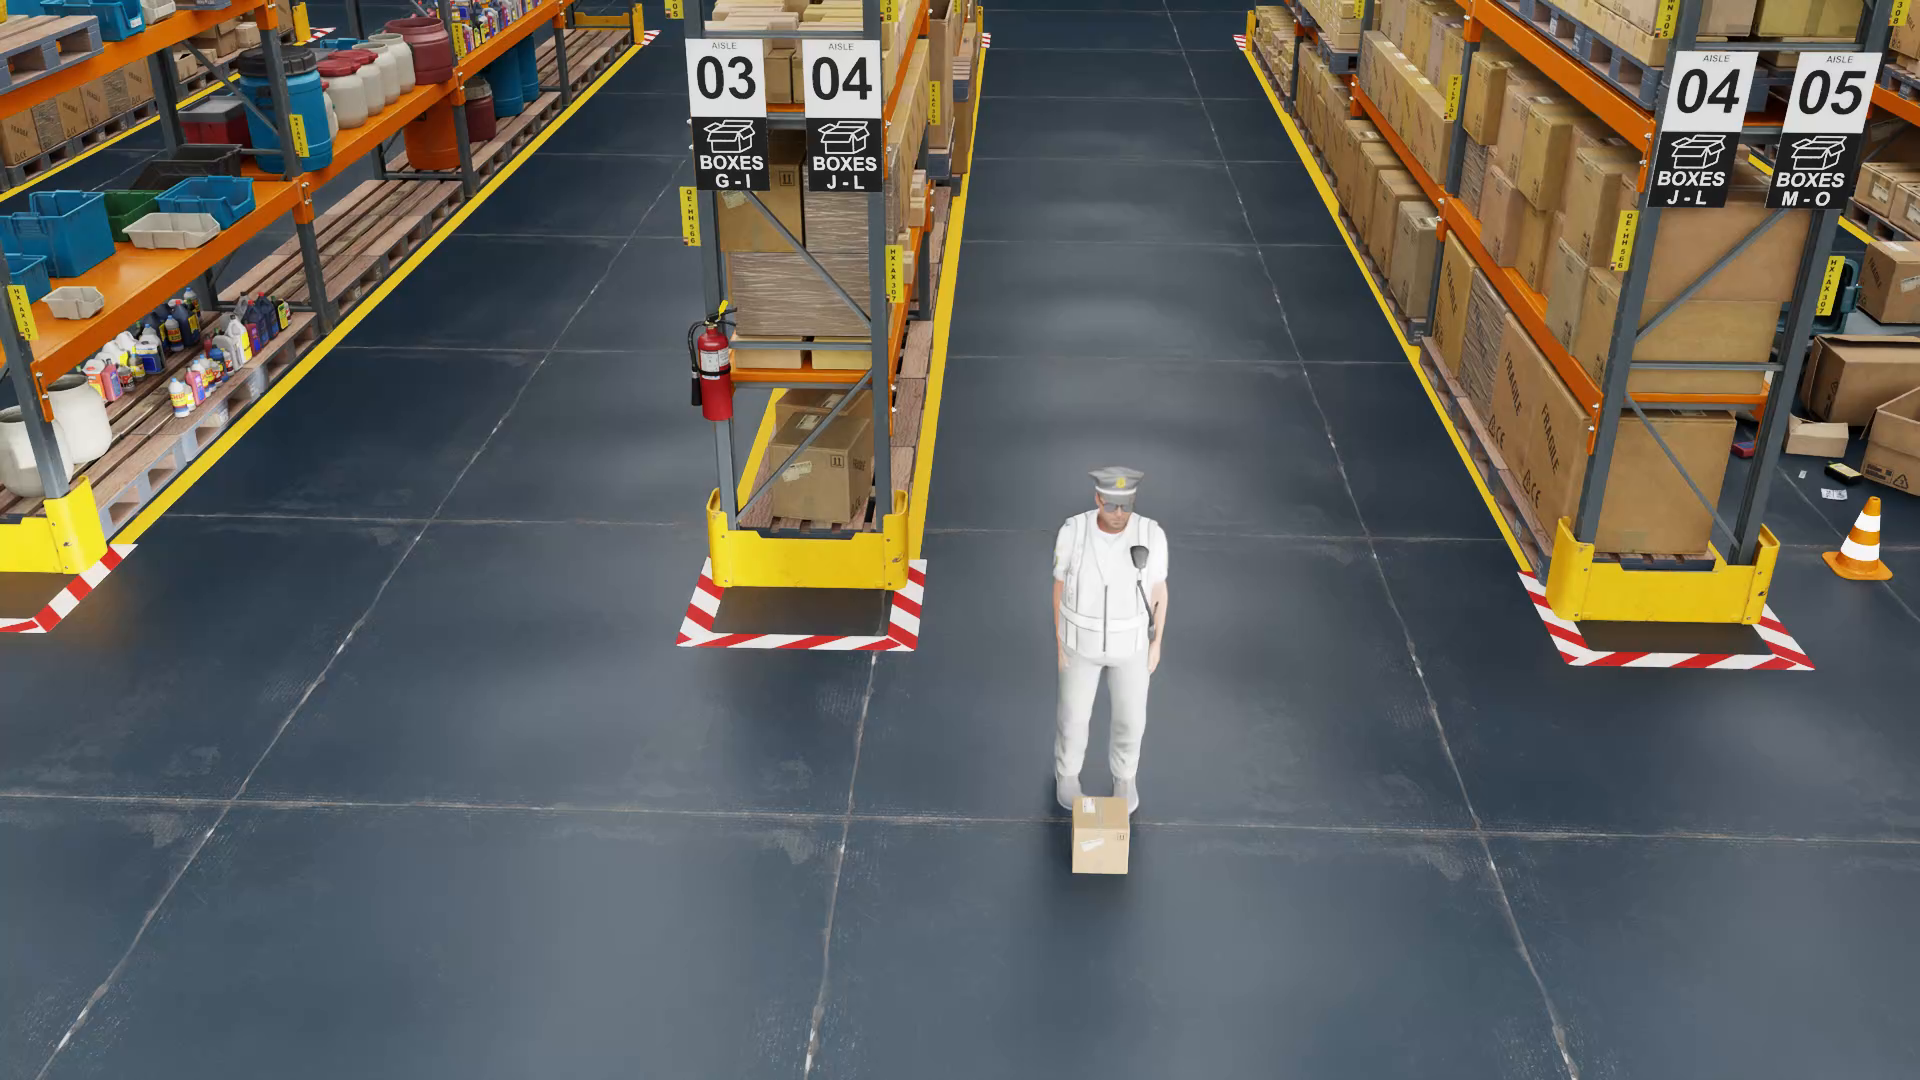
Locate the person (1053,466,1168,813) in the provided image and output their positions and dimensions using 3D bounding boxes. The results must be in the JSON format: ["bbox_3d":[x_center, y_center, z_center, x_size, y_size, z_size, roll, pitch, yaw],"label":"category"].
[{"bbox_3d":[0.688,0.468,7.735,0.527,1.767,0.393,2,28,3],"label":"person"}]
